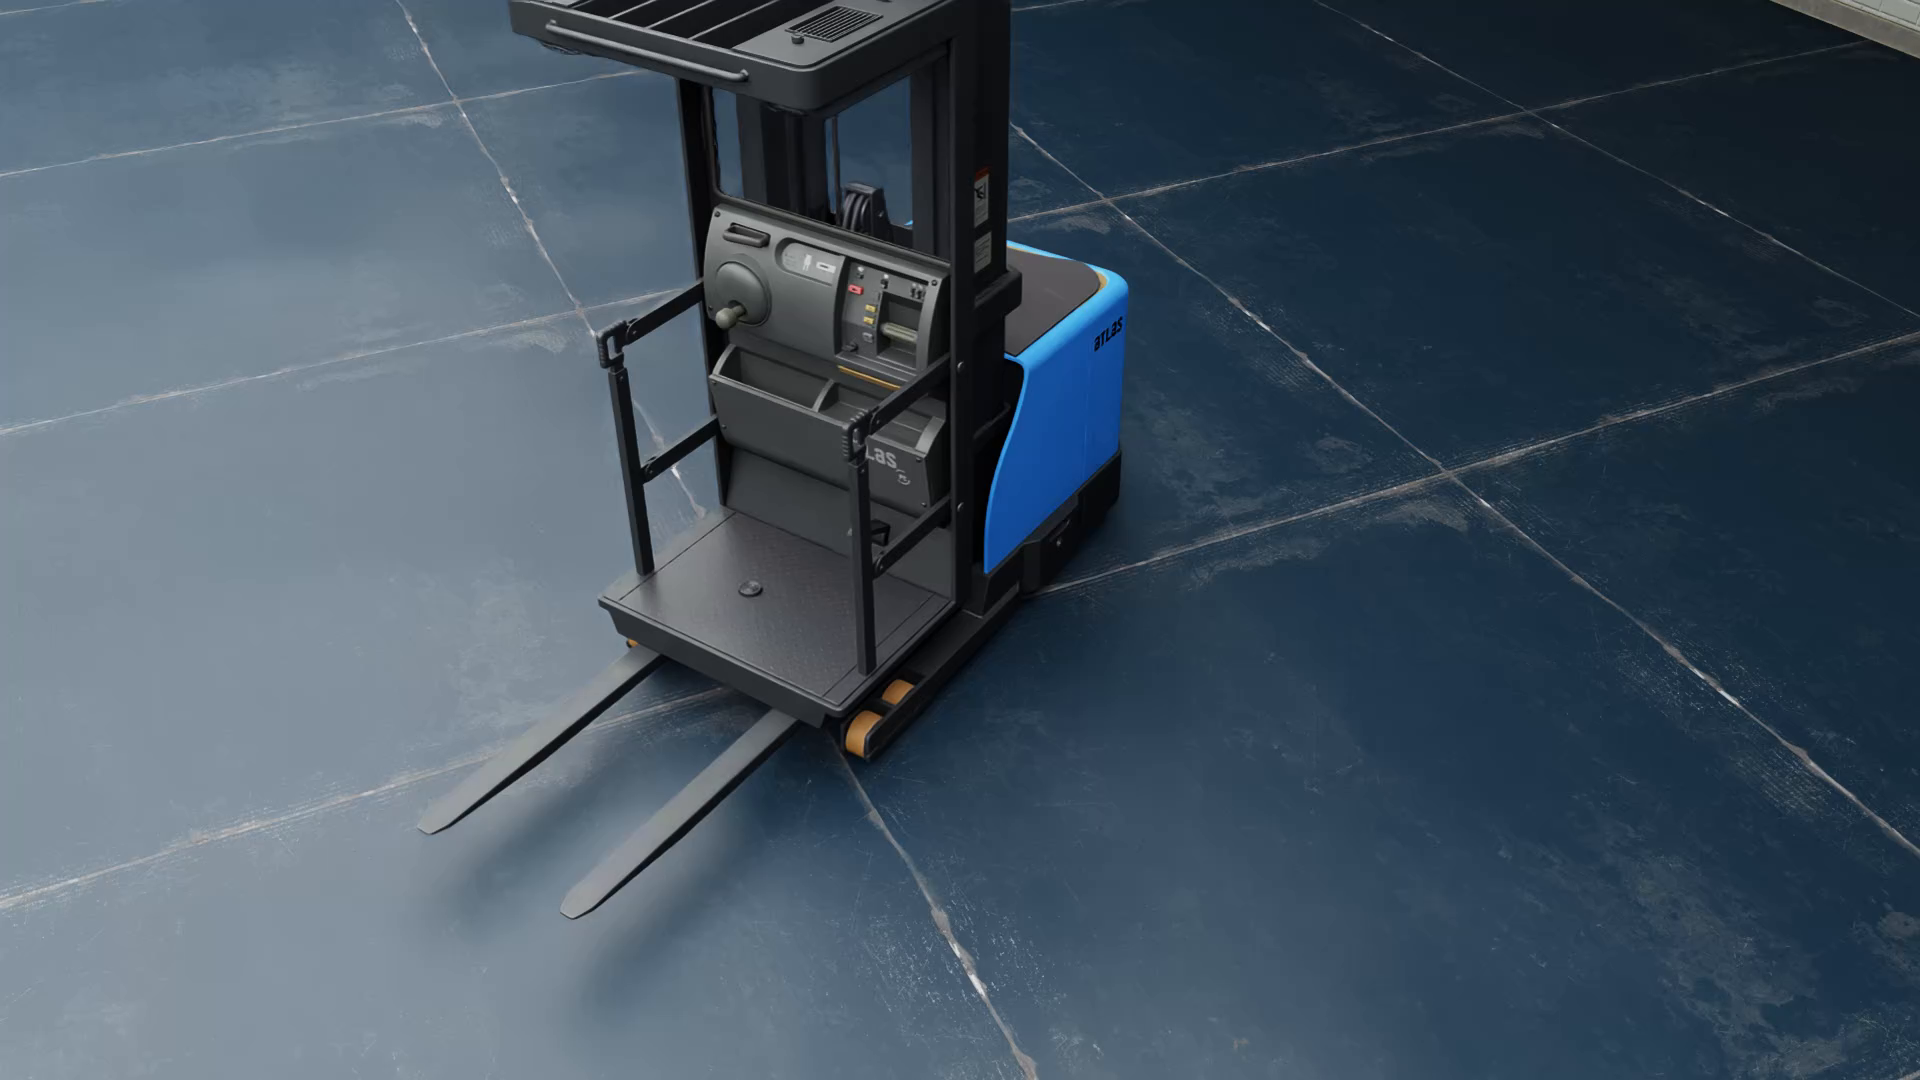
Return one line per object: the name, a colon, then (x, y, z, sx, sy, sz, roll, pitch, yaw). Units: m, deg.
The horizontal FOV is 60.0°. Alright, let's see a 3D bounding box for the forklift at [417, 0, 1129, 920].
forklift: (-0.576, -0.746, 5.296, 1.130, 2.935, 3.031, 22, 42, 26)
